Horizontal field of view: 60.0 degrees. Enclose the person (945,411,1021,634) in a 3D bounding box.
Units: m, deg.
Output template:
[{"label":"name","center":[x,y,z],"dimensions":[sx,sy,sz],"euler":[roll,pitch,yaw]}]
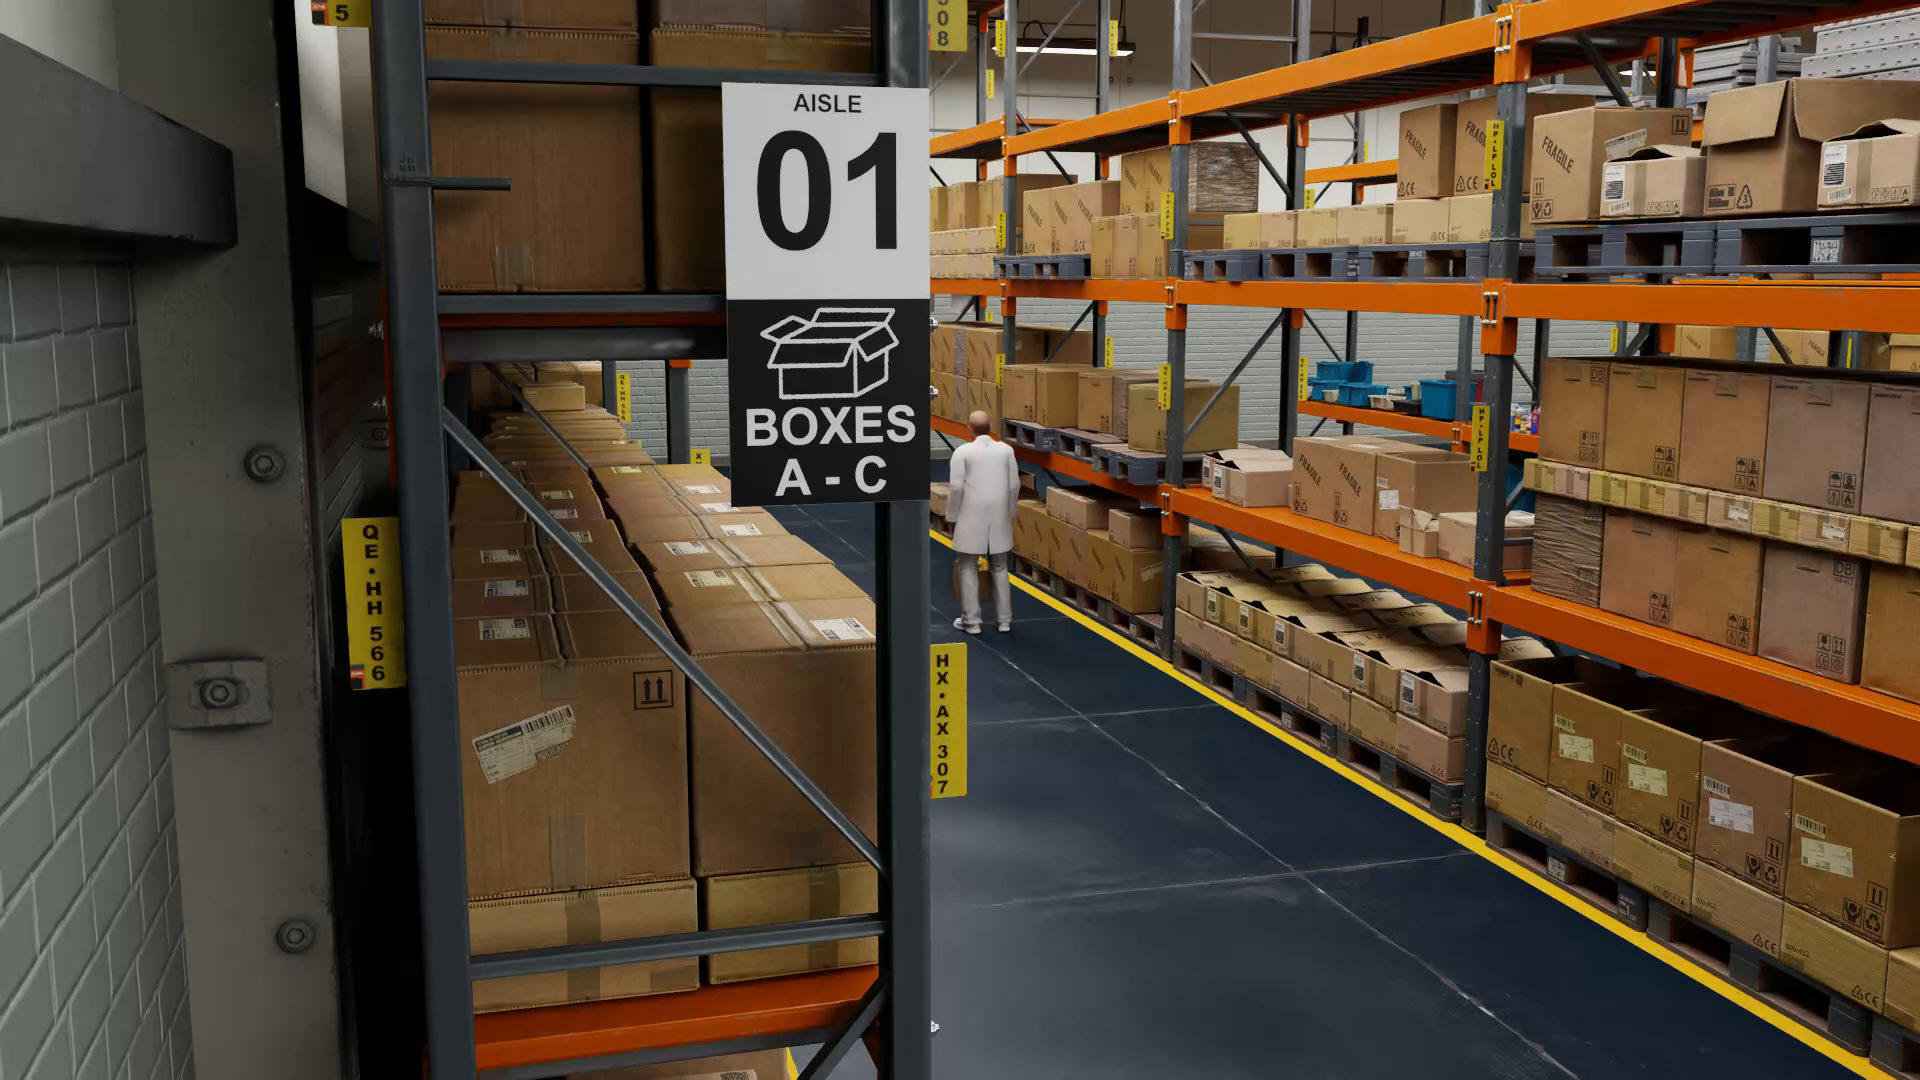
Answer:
[{"label":"person","center":[0.178,-0.146,13.327],"dimensions":[0.601,1.776,0.425],"euler":[-3,10,-18]}]
